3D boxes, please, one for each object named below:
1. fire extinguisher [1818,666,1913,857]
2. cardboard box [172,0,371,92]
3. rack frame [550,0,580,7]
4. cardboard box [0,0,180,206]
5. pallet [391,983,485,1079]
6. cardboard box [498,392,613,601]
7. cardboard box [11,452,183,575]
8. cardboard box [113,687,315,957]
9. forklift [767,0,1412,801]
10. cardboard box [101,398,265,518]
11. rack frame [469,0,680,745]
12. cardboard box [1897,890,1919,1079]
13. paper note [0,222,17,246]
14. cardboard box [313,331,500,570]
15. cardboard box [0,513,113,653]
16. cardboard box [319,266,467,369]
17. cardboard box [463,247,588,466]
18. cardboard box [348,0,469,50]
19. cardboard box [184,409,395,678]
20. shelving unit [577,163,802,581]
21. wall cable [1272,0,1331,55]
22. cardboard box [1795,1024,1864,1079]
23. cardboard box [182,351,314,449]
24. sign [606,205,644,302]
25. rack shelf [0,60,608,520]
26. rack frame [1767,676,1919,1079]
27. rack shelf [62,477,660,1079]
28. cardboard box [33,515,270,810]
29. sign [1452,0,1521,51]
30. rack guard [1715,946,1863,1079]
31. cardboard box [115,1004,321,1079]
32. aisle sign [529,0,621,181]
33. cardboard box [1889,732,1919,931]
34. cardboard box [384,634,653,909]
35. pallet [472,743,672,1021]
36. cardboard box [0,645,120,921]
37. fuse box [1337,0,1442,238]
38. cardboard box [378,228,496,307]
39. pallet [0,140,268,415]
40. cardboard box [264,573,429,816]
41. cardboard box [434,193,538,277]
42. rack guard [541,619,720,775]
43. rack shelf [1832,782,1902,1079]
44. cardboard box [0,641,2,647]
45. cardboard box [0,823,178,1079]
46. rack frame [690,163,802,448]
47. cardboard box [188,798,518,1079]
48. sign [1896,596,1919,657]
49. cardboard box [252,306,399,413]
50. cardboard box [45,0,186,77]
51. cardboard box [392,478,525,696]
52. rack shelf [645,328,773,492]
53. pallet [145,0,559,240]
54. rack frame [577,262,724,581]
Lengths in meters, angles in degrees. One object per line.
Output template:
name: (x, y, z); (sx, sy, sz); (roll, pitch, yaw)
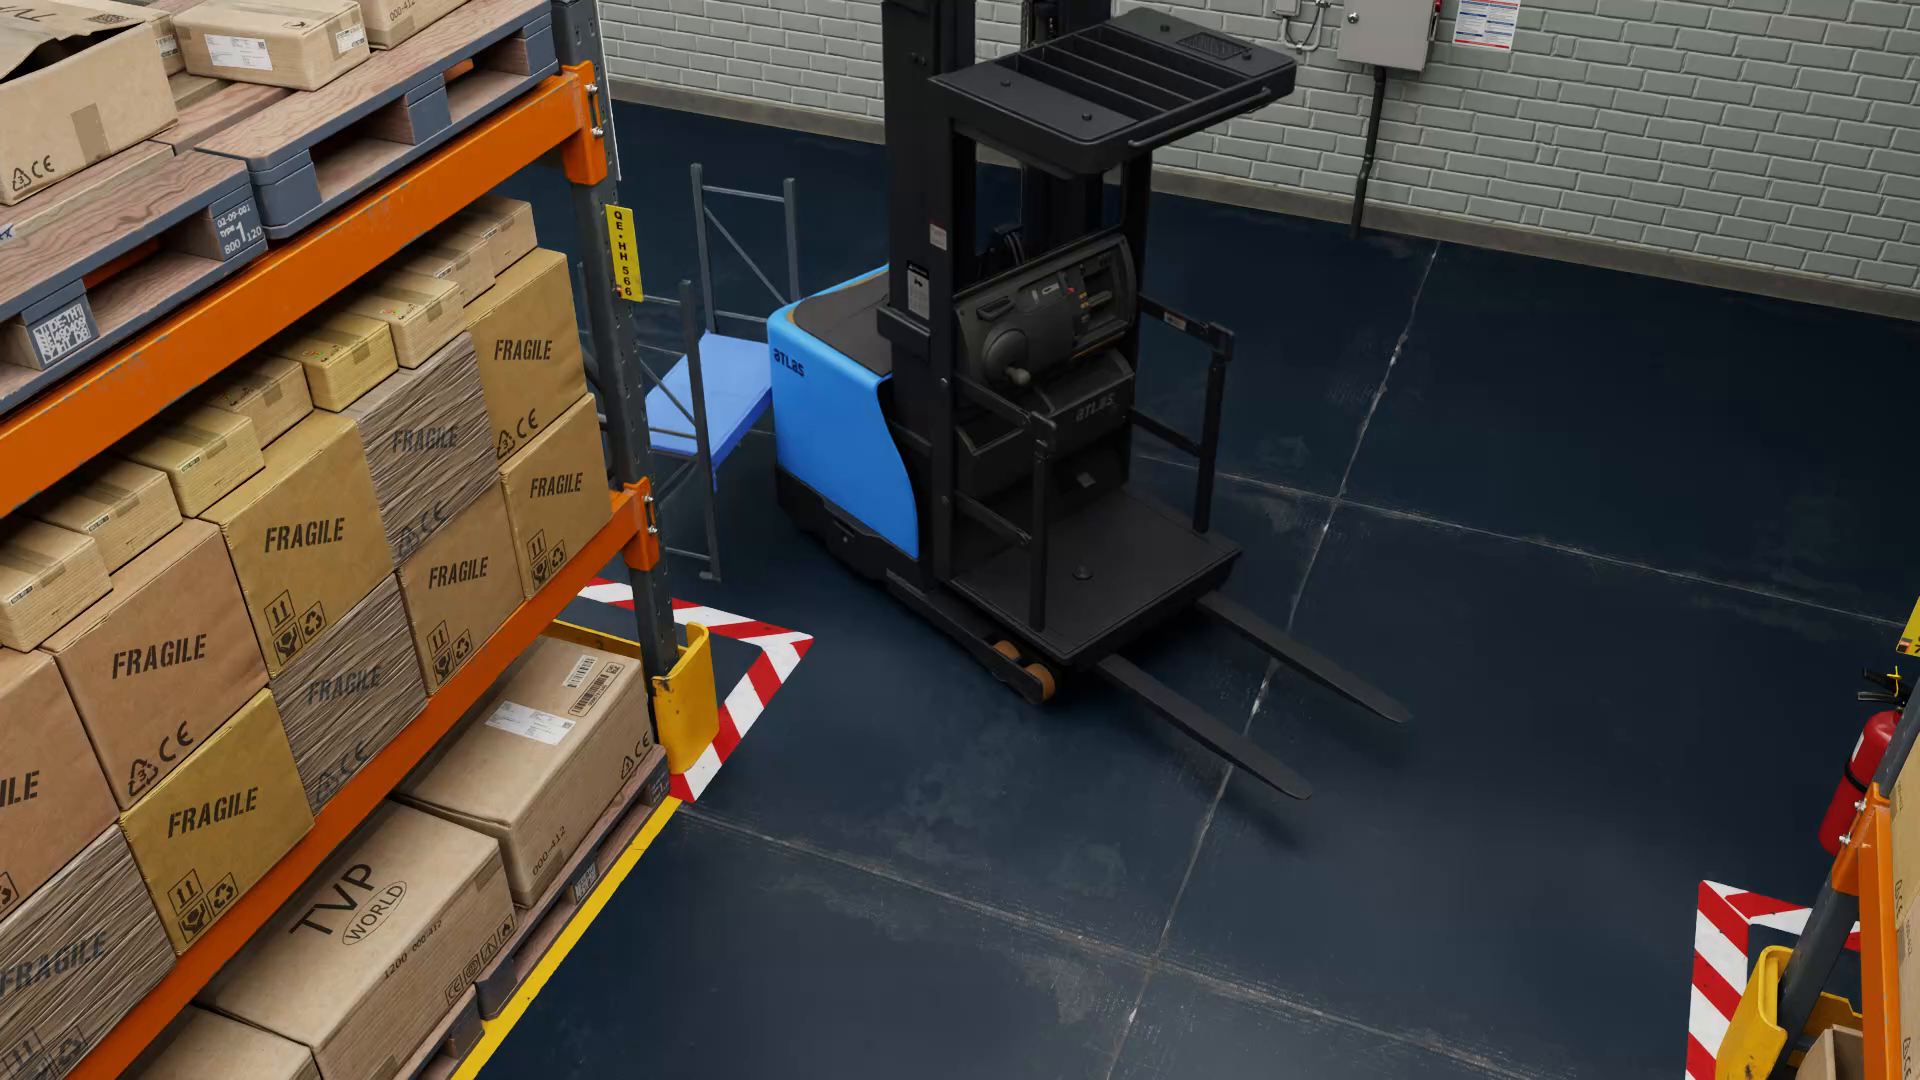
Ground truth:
fire extinguisher: (2.653, 0.639, 4.766); (0.296, 0.674, 0.183); (14, 39, 18)
cardboard box: (-1.741, -1.273, 4.218); (0.380, 0.149, 0.250); (11, 38, 14)
rack frame: (-1.567, -2.887, 4.096); (1.000, 3.000, 0.127); (14, 39, 18)
cardboard box: (-2.183, -1.040, 3.771); (0.500, 0.311, 0.500); (15, 39, 19)
pallet: (-2.265, 1.767, 5.210); (1.003, 0.211, 1.213); (14, 39, 18)
cardboard box: (-1.506, -0.196, 5.424); (0.500, 0.500, 0.500); (14, 39, 18)
cardboard box: (-2.071, -0.080, 3.891); (0.380, 0.149, 0.250); (15, 39, 19)
cardboard box: (-2.082, 0.654, 4.286); (0.500, 0.500, 0.500); (15, 39, 19)
forklift: (0.495, -0.846, 6.434); (1.130, 2.935, 3.031); (-28, 45, -33)
cardboard box: (-1.954, -0.221, 4.079); (0.380, 0.149, 0.250); (15, 39, 19)
rack frame: (-1.567, -0.484, 5.892); (1.000, 3.000, 0.127); (14, 39, 18)
cardboard box: (2.411, 1.055, 3.710); (0.500, 0.250, 0.500); (14, 39, 18)
paper note: (-1.828, -0.559, 3.133); (0.006, 0.032, 0.123); (14, 39, 18)
cardboard box: (-1.702, -0.307, 4.737); (0.500, 0.500, 0.500); (14, 39, 18)
cardboard box: (-2.132, 0.076, 3.682); (0.380, 0.149, 0.250); (14, 39, 18)
cardboard box: (-1.614, -0.632, 4.629); (0.380, 0.149, 0.250); (13, 39, 17)
cardboard box: (-1.531, -0.603, 5.133); (0.500, 0.500, 0.500); (15, 39, 19)
cardboard box: (-1.655, -1.564, 4.522); (0.500, 0.250, 0.500); (10, 38, 14)
cardboard box: (-1.894, -0.034, 4.371); (0.500, 0.500, 0.500); (14, 39, 18)
shelving unit: (-1.143, -0.759, 7.513); (0.538, 1.500, 1.048); (12, 38, 15)
wall cable: (1.872, -3.701, 9.348); (0.588, 1.984, 0.122); (14, 39, 18)
cardboard box: (2.704, 1.794, 4.579); (0.797, 0.503, 0.637); (12, 39, 16)
cardboard box: (-1.912, -0.373, 4.283); (0.380, 0.149, 0.250); (13, 39, 17)
sign: (-1.071, -0.911, 5.298); (0.100, 0.325, 0.005); (14, 39, 18)
rack shelf: (-2.328, -0.290, 3.728); (1.077, 0.370, 4.000); (14, 39, 18)
rack frame: (3.024, 0.645, 4.382); (1.000, 3.000, 0.127); (14, 39, 18)
rack shelf: (-2.328, 0.912, 4.626); (1.077, 0.370, 4.000); (14, 39, 18)
cardboard box: (-2.087, 0.244, 3.999); (0.500, 0.500, 0.500); (14, 39, 17)
sign: (2.979, -3.016, 9.359); (0.329, 0.494, 0.001); (14, 39, 18)
rack guard: (2.995, 1.688, 5.074); (1.175, 0.500, 0.348); (14, 39, 18)
cardboard box: (-2.411, 1.770, 4.666); (0.875, 0.438, 0.875); (13, 39, 16)
aisle sign: (-1.253, -1.494, 5.072); (0.394, 0.787, 0.004); (14, 39, 18)
cardboard box: (2.602, 0.776, 4.084); (0.500, 0.250, 0.500); (14, 39, 18)
cardboard box: (-1.726, 0.763, 6.014); (0.875, 0.438, 0.875); (13, 39, 16)
pallet: (-1.799, 1.094, 6.110); (1.003, 0.211, 1.213); (14, 39, 18)
cardboard box: (-2.281, 0.523, 3.627); (0.500, 0.500, 0.500); (15, 39, 19)
fuse box: (2.444, -2.536, 9.713); (0.539, 1.711, 0.414); (14, 39, 18)
cardboard box: (-1.593, -0.794, 4.846); (0.380, 0.149, 0.250); (15, 39, 19)
pallet: (-2.303, -0.559, 3.561); (1.003, 0.211, 1.213); (14, 39, 18)
cardboard box: (-1.898, 0.365, 4.673); (0.500, 0.500, 0.500); (15, 39, 19)
cardboard box: (-1.519, -0.940, 5.041); (0.380, 0.149, 0.250); (14, 39, 18)
rack guard: (-1.558, 0.504, 6.658); (1.175, 0.500, 0.348); (14, 39, 18)
rack shelf: (2.263, 2.040, 3.116); (1.077, 0.370, 4.000); (14, 39, 18)
cardboard box: (-2.290, 0.196, 3.521); (0.380, 0.149, 0.250); (14, 39, 18)
cardboard box: (-2.278, 0.939, 3.905); (0.500, 0.500, 0.500); (14, 39, 18)
rack frame: (-0.976, -1.047, 7.898); (0.500, 1.500, 0.032); (12, 38, 15)
cardboard box: (-2.067, 1.271, 5.333); (0.875, 0.438, 0.875); (15, 39, 19)
sign: (2.522, 0.175, 4.288); (0.100, 0.325, 0.005); (14, 39, 18)
cardboard box: (-1.747, -0.502, 4.455); (0.380, 0.149, 0.250); (15, 39, 19)
cardboard box: (-2.194, -1.243, 4.177); (0.380, 0.149, 0.250); (15, 39, 19)
cardboard box: (-1.711, 0.078, 5.057); (0.500, 0.500, 0.500); (13, 39, 17)
rack shelf: (-1.143, -0.615, 7.621); (0.538, 0.185, 1.000); (12, 38, 15)
pallet: (-1.840, -1.237, 4.468); (1.003, 0.211, 1.213); (14, 39, 18)
rack frame: (-1.310, -0.472, 7.128); (0.500, 1.500, 0.032); (12, 38, 15)
